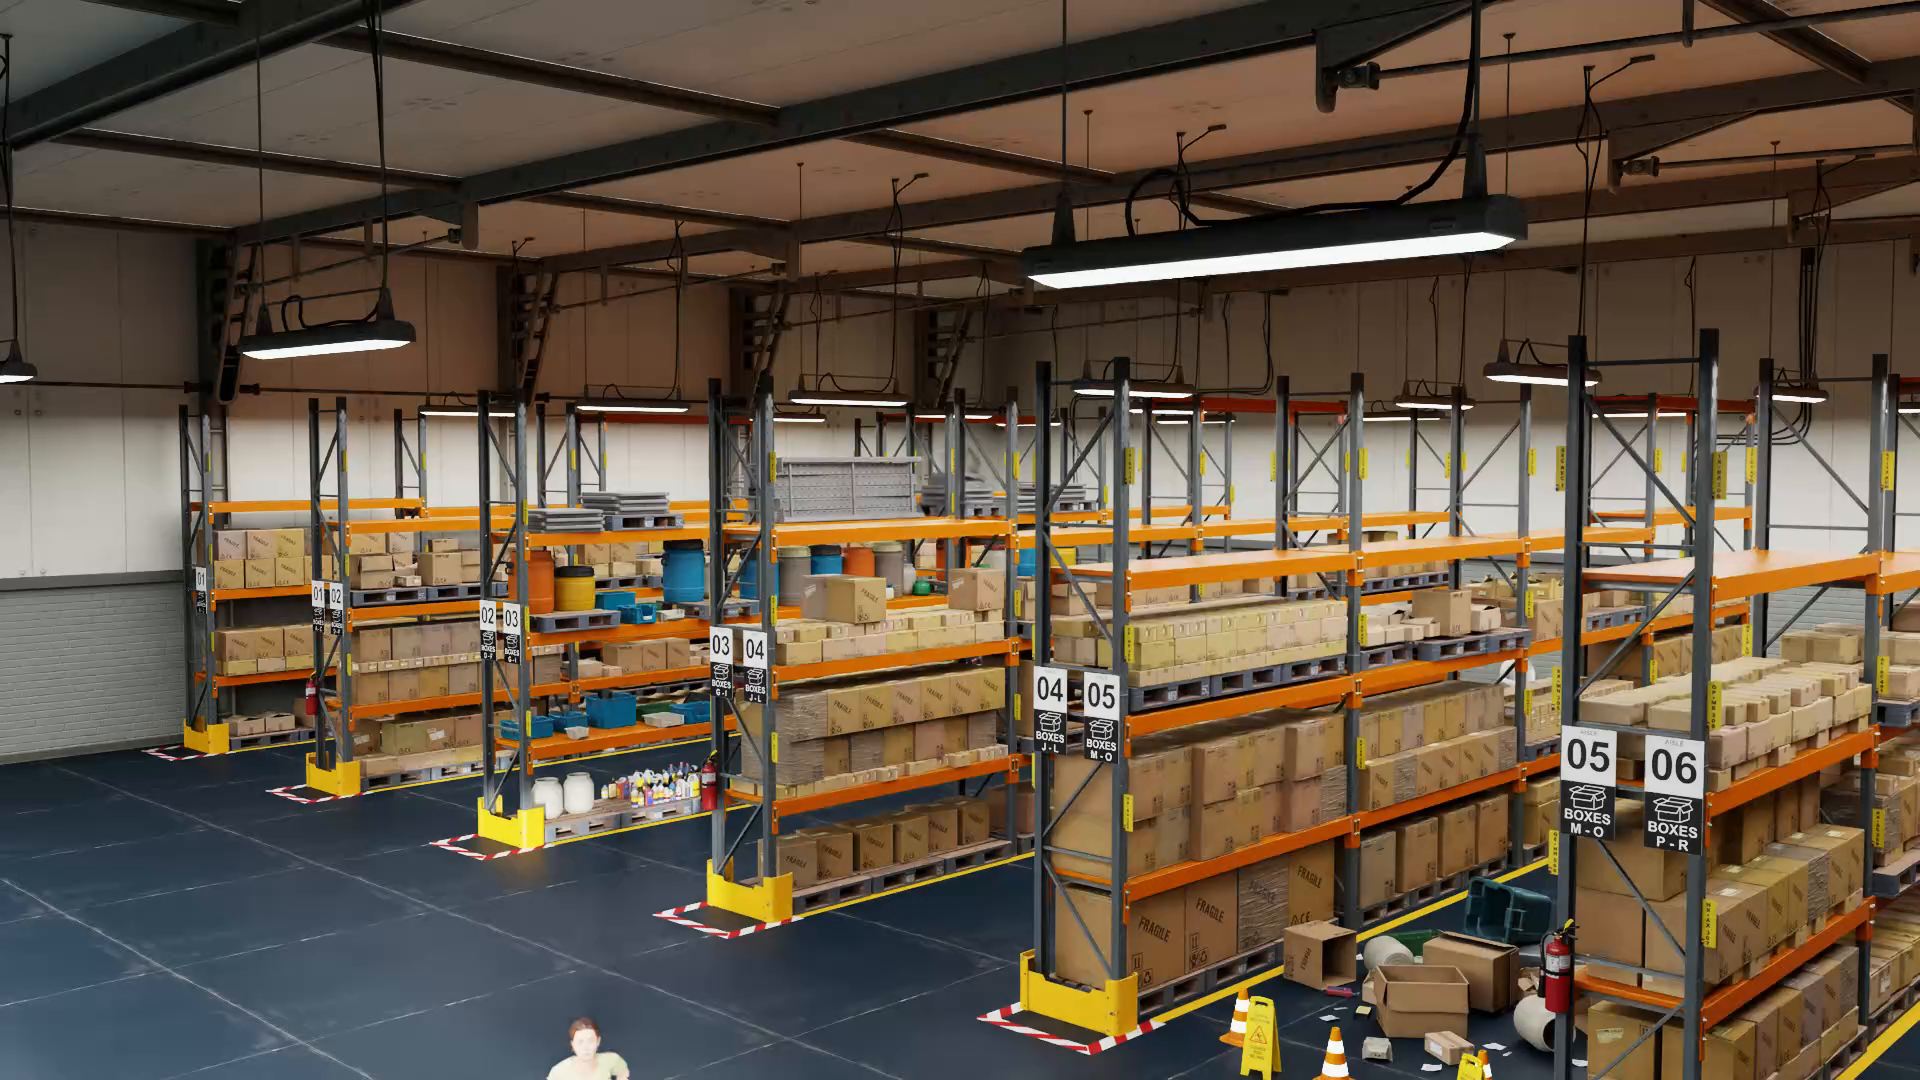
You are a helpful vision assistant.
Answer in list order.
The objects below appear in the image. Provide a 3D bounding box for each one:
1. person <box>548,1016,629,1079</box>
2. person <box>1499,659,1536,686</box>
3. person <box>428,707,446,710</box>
[{"bbox_3d":[-2.319,3.770,10.310,0.540,1.682,0.927,-1,3,-12],"label":"person"},{"bbox_3d":[9.907,2.758,29.488,0.709,1.798,0.789,0,3,-1],"label":"person"},{"bbox_3d":[-8.902,2.784,28.675,0.659,1.742,0.709,2,4,36],"label":"person"}]
